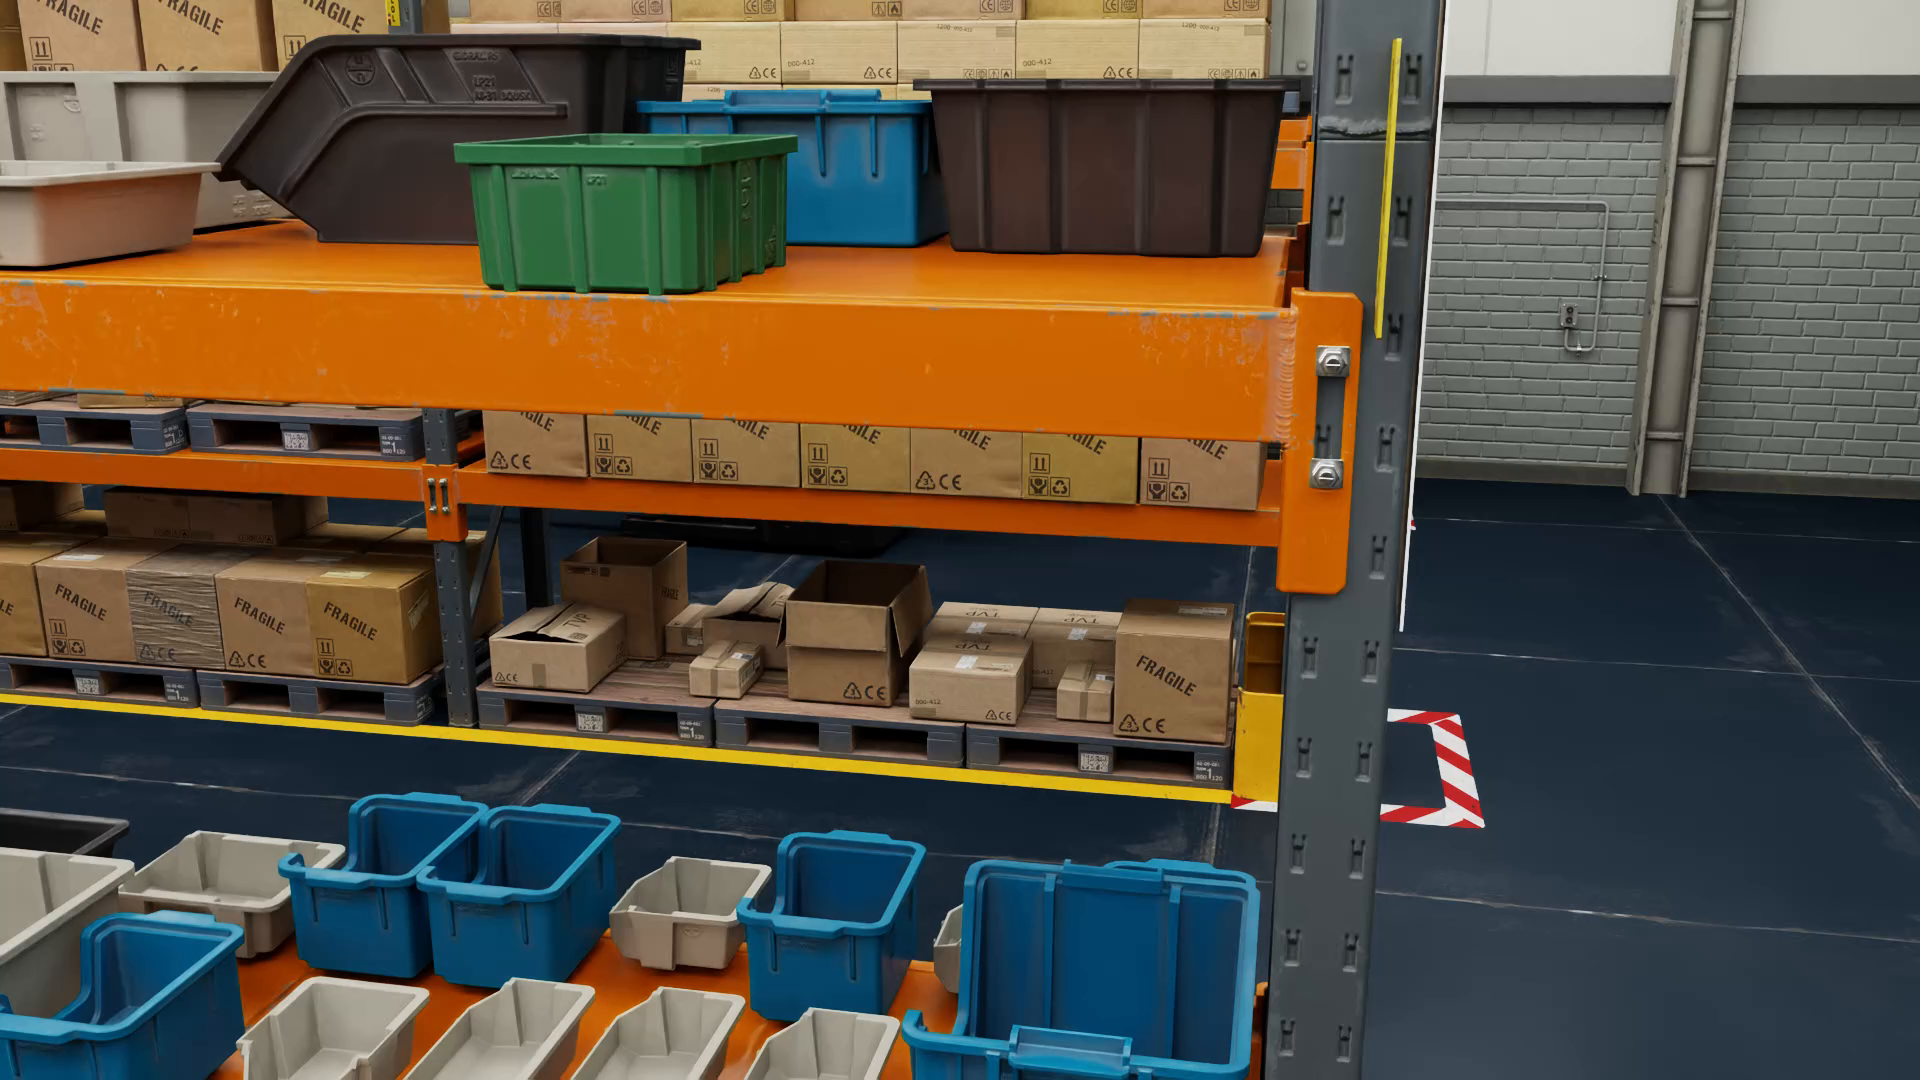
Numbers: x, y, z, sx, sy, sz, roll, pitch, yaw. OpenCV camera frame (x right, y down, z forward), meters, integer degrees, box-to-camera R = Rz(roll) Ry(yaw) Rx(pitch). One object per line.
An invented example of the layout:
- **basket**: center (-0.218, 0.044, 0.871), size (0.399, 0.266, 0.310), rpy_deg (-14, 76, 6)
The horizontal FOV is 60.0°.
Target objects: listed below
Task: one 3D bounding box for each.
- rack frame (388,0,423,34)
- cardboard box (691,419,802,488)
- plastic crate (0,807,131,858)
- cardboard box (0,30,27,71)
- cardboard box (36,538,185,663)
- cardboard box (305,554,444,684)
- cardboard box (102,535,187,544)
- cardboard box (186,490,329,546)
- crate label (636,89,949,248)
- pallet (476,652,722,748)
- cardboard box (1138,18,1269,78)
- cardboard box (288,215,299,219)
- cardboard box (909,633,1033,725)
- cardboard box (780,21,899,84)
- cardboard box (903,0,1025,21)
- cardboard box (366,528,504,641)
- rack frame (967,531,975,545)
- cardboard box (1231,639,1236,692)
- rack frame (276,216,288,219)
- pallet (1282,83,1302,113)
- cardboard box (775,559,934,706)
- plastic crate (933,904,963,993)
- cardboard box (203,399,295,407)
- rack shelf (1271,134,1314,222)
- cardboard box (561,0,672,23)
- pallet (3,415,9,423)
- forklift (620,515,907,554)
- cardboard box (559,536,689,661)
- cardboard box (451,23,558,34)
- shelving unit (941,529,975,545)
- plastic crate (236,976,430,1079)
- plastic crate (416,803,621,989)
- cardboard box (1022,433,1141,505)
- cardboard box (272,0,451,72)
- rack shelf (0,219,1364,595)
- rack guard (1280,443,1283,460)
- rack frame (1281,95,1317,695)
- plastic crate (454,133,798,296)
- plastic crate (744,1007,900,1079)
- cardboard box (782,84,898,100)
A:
- **rack frame**: center (-2.353, -3.545, 7.431), size (0.127, 3.000, 1.000), rpy_deg (3, 16, 11)
- **cardboard box**: center (-0.916, -0.550, 7.670), size (0.500, 0.500, 0.500), rpy_deg (3, 16, 11)
- **plastic crate**: center (-2.194, 0.735, 3.622), size (0.590, 0.125, 0.437), rpy_deg (3, 16, 11)
- **cardboard box**: center (-4.829, -2.291, 8.336), size (0.500, 0.500, 0.910), rpy_deg (3, 16, 11)
- **cardboard box**: center (-4.367, 0.306, 8.626), size (0.500, 0.500, 0.500), rpy_deg (3, 16, 9)
- **cardboard box**: center (-2.894, 0.388, 8.331), size (0.500, 0.500, 0.500), rpy_deg (3, 16, 11)
- **cardboard box**: center (-4.287, 0.169, 9.122), size (0.500, 0.500, 0.500), rpy_deg (3, 16, 9)
- **cardboard box**: center (-3.759, -0.165, 8.922), size (0.500, 0.250, 0.500), rpy_deg (3, 16, 11)
- **crate label**: center (-0.264, -0.653, 2.888), size (0.502, 0.251, 0.408), rpy_deg (3, 16, 11)
- **pallet**: center (-1.680, 0.727, 8.471), size (1.213, 0.211, 1.003), rpy_deg (3, 16, 11)
- **cardboard box**: center (1.012, -2.015, 6.874), size (0.500, 0.250, 0.500), rpy_deg (3, 16, 11)
- **cardboard box**: center (-5.752, -2.445, 13.688), size (0.500, 0.500, 0.700), rpy_deg (1, 16, 5)
- **cardboard box**: center (0.060, 0.650, 7.855), size (0.500, 0.250, 0.500), rpy_deg (3, 16, 11)
- **cardboard box**: center (-0.458, -2.094, 7.160), size (0.500, 0.250, 0.500), rpy_deg (3, 16, 11)
- **cardboard box**: center (0.076, -2.487, 7.170), size (0.500, 0.500, 0.700), rpy_deg (3, 16, 11)
- **cardboard box**: center (-2.779, 0.250, 8.830), size (0.500, 0.500, 0.500), rpy_deg (2, 16, 9)
- **rack frame**: center (0.075, -0.574, 11.317), size (0.006, 1.200, 0.240), rpy_deg (3, 16, 11)
- **cardboard box**: center (1.225, 0.609, 8.190), size (0.250, 0.149, 0.380), rpy_deg (3, 16, 11)
- **rack frame**: center (-5.289, -2.162, 13.679), size (0.127, 3.000, 1.000), rpy_deg (3, 16, 11)
- **pallet**: center (1.821, -3.176, 11.887), size (1.213, 0.211, 1.003), rpy_deg (3, 16, 11)
- **cardboard box**: center (-0.511, 0.436, 8.150), size (0.637, 0.503, 0.797), rpy_deg (3, 16, 11)
- **plastic crate**: center (0.102, 0.815, 3.312), size (0.298, 0.136, 0.250), rpy_deg (3, 16, 11)
- **cardboard box**: center (-3.459, -1.008, 8.537), size (0.500, 0.500, 0.700), rpy_deg (6, 16, 20)
- **rack shelf**: center (-0.393, -1.646, 7.543), size (4.000, 0.370, 1.077), rpy_deg (3, 16, 11)
- **cardboard box**: center (-1.407, -2.549, 7.397), size (0.500, 0.500, 0.700), rpy_deg (3, 16, 11)
- **pallet**: center (-5.595, -0.756, 8.962), size (1.003, 0.211, 1.213), rpy_deg (3, 16, 11)
- **forklift**: center (-1.839, -1.520, 11.488), size (3.031, 2.935, 1.130), rpy_deg (4, 16, 15)
- **cardboard box**: center (-1.738, 0.295, 8.665), size (0.500, 0.500, 0.500), rpy_deg (3, 16, 11)
- **cardboard box**: center (-1.926, -2.177, 7.457), size (0.500, 0.250, 0.500), rpy_deg (3, 16, 11)
- **shelving unit**: center (-0.014, -0.579, 11.335), size (0.189, 1.200, 0.258), rpy_deg (3, 16, 11)
- **plastic crate**: center (-1.112, 0.919, 2.938), size (0.250, 0.136, 0.298), rpy_deg (3, 16, 11)
- **plastic crate**: center (-0.891, 0.737, 3.412), size (0.300, 0.233, 0.416), rpy_deg (3, 16, 11)
- **cardboard box**: center (0.564, -0.468, 7.376), size (0.500, 0.500, 0.500), rpy_deg (3, 16, 12)
- **cardboard box**: center (-2.832, -2.444, 7.915), size (0.600, 0.600, 0.600), rpy_deg (2, 16, 6)
- **rack shelf**: center (-1.384, -0.350, 2.866), size (4.000, 0.370, 1.077), rpy_deg (3, 16, 11)
- **rack guard**: center (2.574, -0.531, 12.472), size (0.348, 0.500, 1.175), rpy_deg (3, 16, 11)
- **rack frame**: center (1.567, -0.441, 7.464), size (0.127, 3.000, 1.000), rpy_deg (3, 16, 11)
- **plastic crate**: center (-0.448, -0.466, 2.334), size (0.336, 0.188, 0.450), rpy_deg (3, 16, 11)
- **plastic crate**: center (-0.259, 0.957, 2.799), size (0.243, 0.136, 0.396), rpy_deg (3, 16, 11)
- **cardboard box**: center (-0.456, -1.856, 7.234), size (0.500, 0.250, 0.500), rpy_deg (3, 16, 11)
